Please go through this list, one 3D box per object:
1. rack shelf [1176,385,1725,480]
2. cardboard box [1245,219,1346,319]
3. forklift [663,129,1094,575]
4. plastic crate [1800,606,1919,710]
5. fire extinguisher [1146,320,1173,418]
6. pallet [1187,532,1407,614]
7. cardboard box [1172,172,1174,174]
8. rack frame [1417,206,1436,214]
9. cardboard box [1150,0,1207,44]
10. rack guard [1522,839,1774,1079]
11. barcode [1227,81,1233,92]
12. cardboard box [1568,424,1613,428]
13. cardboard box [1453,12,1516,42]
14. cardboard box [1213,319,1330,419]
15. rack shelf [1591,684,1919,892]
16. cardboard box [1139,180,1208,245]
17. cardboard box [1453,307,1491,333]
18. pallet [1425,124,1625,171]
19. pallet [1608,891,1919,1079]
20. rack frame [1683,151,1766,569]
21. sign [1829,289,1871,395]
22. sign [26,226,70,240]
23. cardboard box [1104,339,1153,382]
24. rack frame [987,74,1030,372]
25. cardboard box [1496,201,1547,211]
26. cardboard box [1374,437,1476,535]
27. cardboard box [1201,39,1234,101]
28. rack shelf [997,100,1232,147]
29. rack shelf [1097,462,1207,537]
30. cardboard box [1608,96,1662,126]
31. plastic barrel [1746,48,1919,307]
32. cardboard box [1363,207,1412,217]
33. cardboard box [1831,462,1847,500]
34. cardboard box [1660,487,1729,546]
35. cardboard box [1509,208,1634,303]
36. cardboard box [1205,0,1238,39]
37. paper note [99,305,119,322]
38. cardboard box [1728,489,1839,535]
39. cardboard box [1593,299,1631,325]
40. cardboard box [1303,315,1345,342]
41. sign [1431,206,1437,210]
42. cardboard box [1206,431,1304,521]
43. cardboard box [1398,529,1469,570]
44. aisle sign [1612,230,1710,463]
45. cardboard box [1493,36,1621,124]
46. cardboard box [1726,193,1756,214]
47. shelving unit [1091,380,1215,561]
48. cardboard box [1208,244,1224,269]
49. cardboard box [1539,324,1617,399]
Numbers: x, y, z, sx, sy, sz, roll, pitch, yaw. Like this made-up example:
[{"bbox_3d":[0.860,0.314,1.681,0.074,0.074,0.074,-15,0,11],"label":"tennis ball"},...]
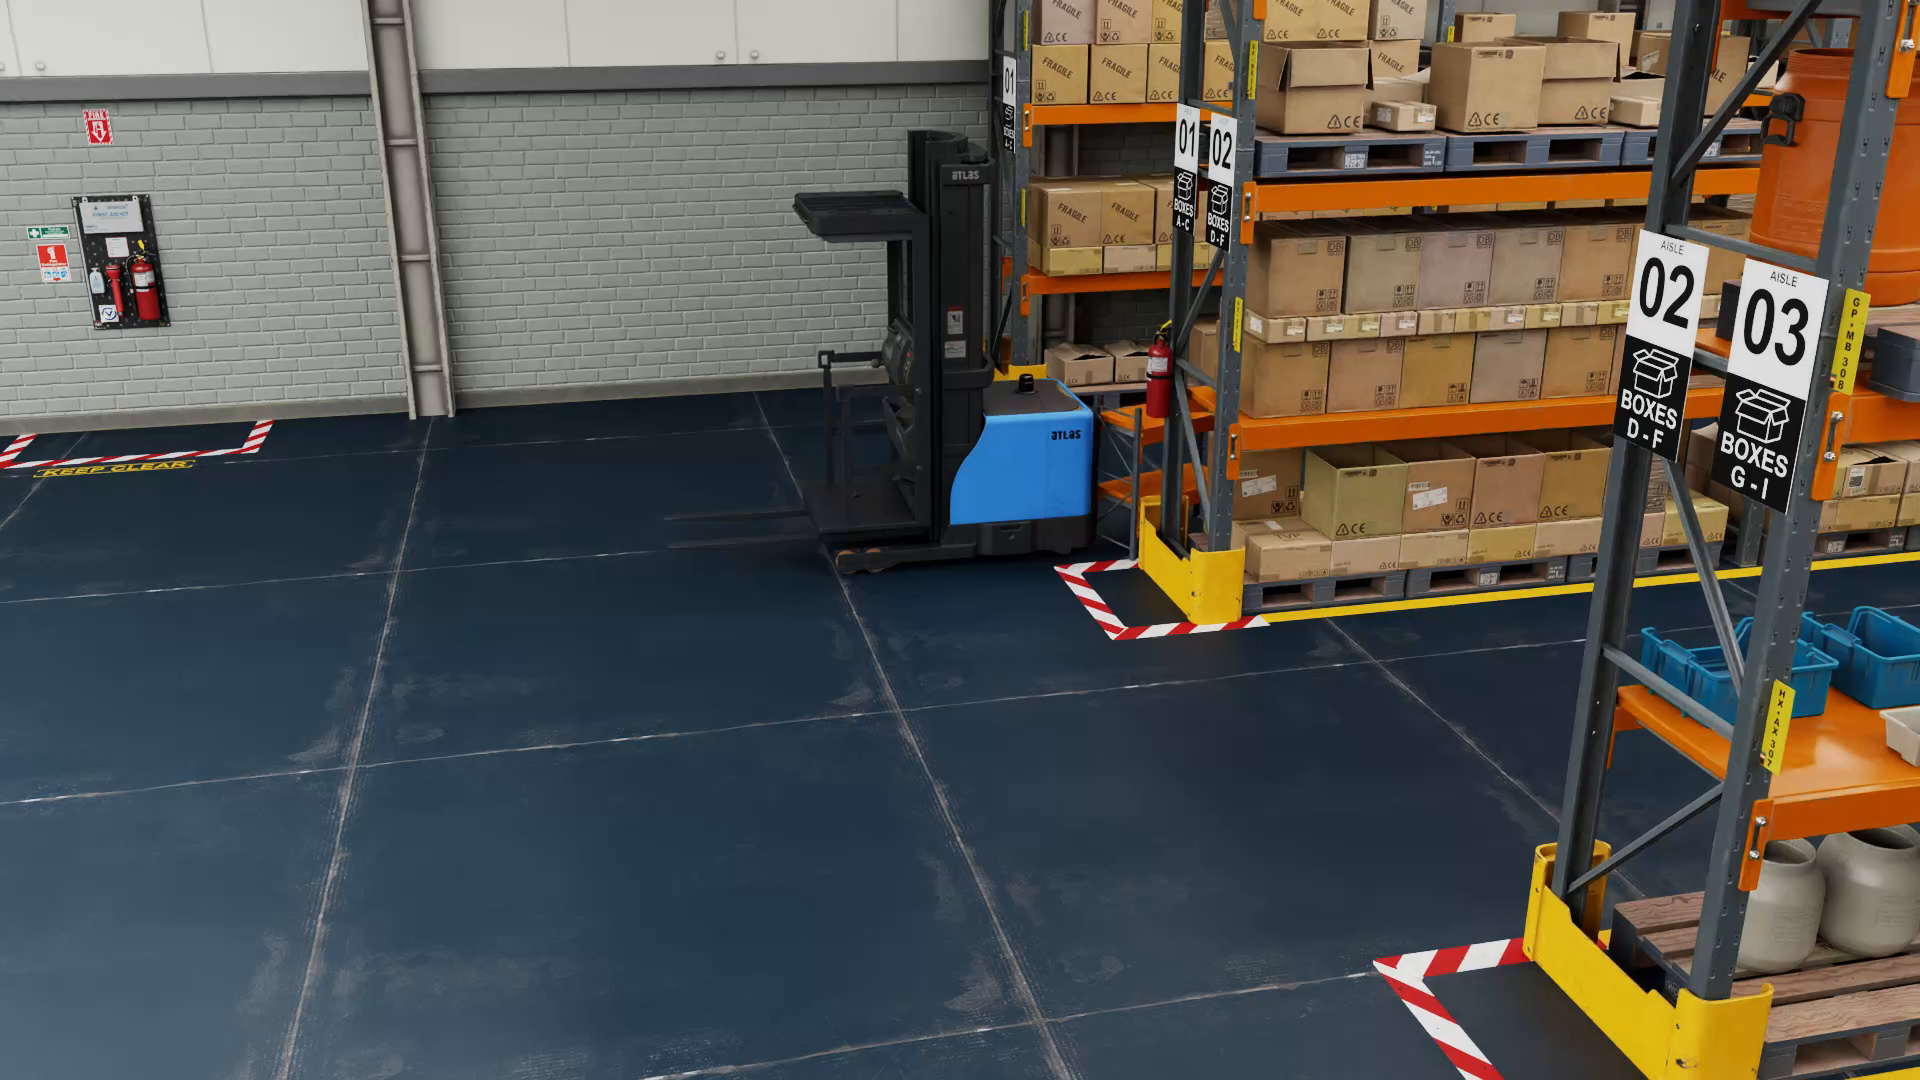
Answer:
[{"bbox_3d":[3.524,-0.882,11.407,4.000,0.370,1.077,-5,21,-12],"label":"rack shelf"},{"bbox_3d":[2.087,-1.754,10.712,0.500,0.500,0.700,-5,21,-12],"label":"cardboard box"},{"bbox_3d":[-0.615,-1.332,11.691,3.031,2.935,1.130,-4,21,-11],"label":"forklift"},{"bbox_3d":[3.766,0.477,6.867,0.408,0.251,0.499,-5,21,-12],"label":"plastic crate"},{"bbox_3d":[1.356,-1.171,11.264,0.183,0.674,0.296,-5,21,-12],"label":"fire extinguisher"},{"bbox_3d":[2.313,0.173,11.534,1.213,0.211,1.003,-5,21,-12],"label":"pallet"},{"bbox_3d":[2.329,-3.238,15.891,0.500,0.500,0.500,-4,21,-12],"label":"cardboard box"},{"bbox_3d":[4.327,-3.036,16.241,0.127,3.000,1.000,-5,21,-12],"label":"rack frame"},{"bbox_3d":[1.861,-4.670,14.713,0.500,0.500,0.500,-4,21,-11],"label":"cardboard box"},{"bbox_3d":[2.777,1.749,6.814,0.348,0.500,1.175,-5,21,-12],"label":"rack guard"},{"bbox_3d":[1.761,-2.928,10.742,0.075,0.075,0.001,-5,21,-12],"label":"barcode"},{"bbox_3d":[4.462,-0.662,12.058,0.500,0.500,0.500,-5,21,-12],"label":"cardboard box"},{"bbox_3d":[4.878,-4.705,15.681,0.500,0.500,0.500,-2,20,-5],"label":"cardboard box"},{"bbox_3d":[2.035,-1.141,10.923,0.500,0.500,0.700,-5,21,-12],"label":"cardboard box"},{"bbox_3d":[4.660,0.776,6.880,4.000,0.370,1.077,-5,21,-12],"label":"rack shelf"},{"bbox_3d":[1.956,-3.022,15.303,0.500,0.500,0.500,-5,21,-14],"label":"cardboard box"},{"bbox_3d":[3.262,-1.475,10.891,0.250,0.149,0.380,-5,21,-13],"label":"cardboard box"},{"bbox_3d":[3.462,-2.573,10.747,1.213,0.211,1.003,-5,21,-12],"label":"pallet"},{"bbox_3d":[3.569,1.822,7.034,1.213,0.211,1.003,-5,21,-12],"label":"pallet"},{"bbox_3d":[5.471,-1.378,11.716,0.127,3.000,1.000,-5,21,-12],"label":"rack frame"},{"bbox_3d":[2.836,-0.631,5.303,0.005,0.325,0.100,-5,21,-12],"label":"sign"},{"bbox_3d":[-7.891,-2.660,14.394,0.331,0.109,0.001,-5,21,-12],"label":"sign"},{"bbox_3d":[1.683,-1.733,15.954,0.500,0.311,0.500,-3,20,-8],"label":"cardboard box"},{"bbox_3d":[0.434,-2.719,15.377,0.127,3.000,1.000,-5,21,-12],"label":"rack frame"},{"bbox_3d":[5.376,-3.360,16.342,0.500,0.500,0.700,-3,20,-7],"label":"cardboard box"},{"bbox_3d":[3.121,-0.372,11.265,0.500,0.500,0.500,-5,21,-12],"label":"cardboard box"},{"bbox_3d":[2.369,-4.249,15.019,0.500,0.500,0.500,-3,20,-9],"label":"cardboard box"},{"bbox_3d":[2.381,-3.948,15.417,4.000,0.370,1.077,-5,21,-12],"label":"rack shelf"},{"bbox_3d":[1.530,-0.320,12.263,1.000,0.278,0.538,-13,24,-32],"label":"rack shelf"},{"bbox_3d":[4.360,-2.745,10.636,0.250,0.149,0.380,-5,21,-12],"label":"cardboard box"},{"bbox_3d":[3.158,-1.291,5.883,0.708,0.830,0.600,-5,21,-12],"label":"plastic barrel"},{"bbox_3d":[3.938,-3.186,15.750,0.500,0.500,0.500,-5,21,-13],"label":"cardboard box"},{"bbox_3d":[5.930,-0.497,11.882,0.500,0.311,0.500,-5,21,-12],"label":"cardboard box"},{"bbox_3d":[5.070,-0.174,11.816,0.500,0.250,0.500,-5,21,-12],"label":"cardboard box"},{"bbox_3d":[4.061,-1.917,11.156,0.500,0.500,0.700,-5,21,-12],"label":"cardboard box"},{"bbox_3d":[2.298,-4.891,15.317,0.500,0.500,0.500,-5,21,-13],"label":"cardboard box"},{"bbox_3d":[-7.524,-2.002,14.700,0.142,0.148,0.016,-5,21,-12],"label":"paper note"},{"bbox_3d":[5.920,-0.233,11.977,0.500,0.250,0.500,-5,21,-14],"label":"cardboard box"},{"bbox_3d":[4.265,-1.556,11.114,0.250,0.149,0.380,-5,21,-13],"label":"cardboard box"},{"bbox_3d":[2.266,-1.394,10.670,0.250,0.149,0.380,-5,21,-14],"label":"cardboard box"},{"bbox_3d":[4.459,-3.261,15.598,0.005,0.325,0.100,-5,21,-12],"label":"sign"},{"bbox_3d":[2.031,-0.462,11.511,0.500,0.500,0.500,-5,21,-12],"label":"cardboard box"},{"bbox_3d":[3.123,-0.016,11.384,0.500,0.250,0.500,-5,21,-12],"label":"cardboard box"},{"bbox_3d":[2.576,-0.718,6.133,0.004,0.787,0.394,-5,21,-12],"label":"aisle sign"},{"bbox_3d":[3.839,-3.010,10.845,0.637,0.503,0.797,-2,20,-6],"label":"cardboard box"},{"bbox_3d":[7.765,-3.566,16.902,0.500,0.500,0.700,-7,21,-19],"label":"cardboard box"},{"bbox_3d":[1.530,-0.549,12.179,1.048,1.125,0.538,-13,24,-32],"label":"shelving unit"},{"bbox_3d":[2.474,-2.714,15.552,0.500,0.250,0.500,-4,21,-12],"label":"cardboard box"},{"bbox_3d":[4.039,-1.305,11.372,0.500,0.500,0.700,-4,21,-12],"label":"cardboard box"}]
